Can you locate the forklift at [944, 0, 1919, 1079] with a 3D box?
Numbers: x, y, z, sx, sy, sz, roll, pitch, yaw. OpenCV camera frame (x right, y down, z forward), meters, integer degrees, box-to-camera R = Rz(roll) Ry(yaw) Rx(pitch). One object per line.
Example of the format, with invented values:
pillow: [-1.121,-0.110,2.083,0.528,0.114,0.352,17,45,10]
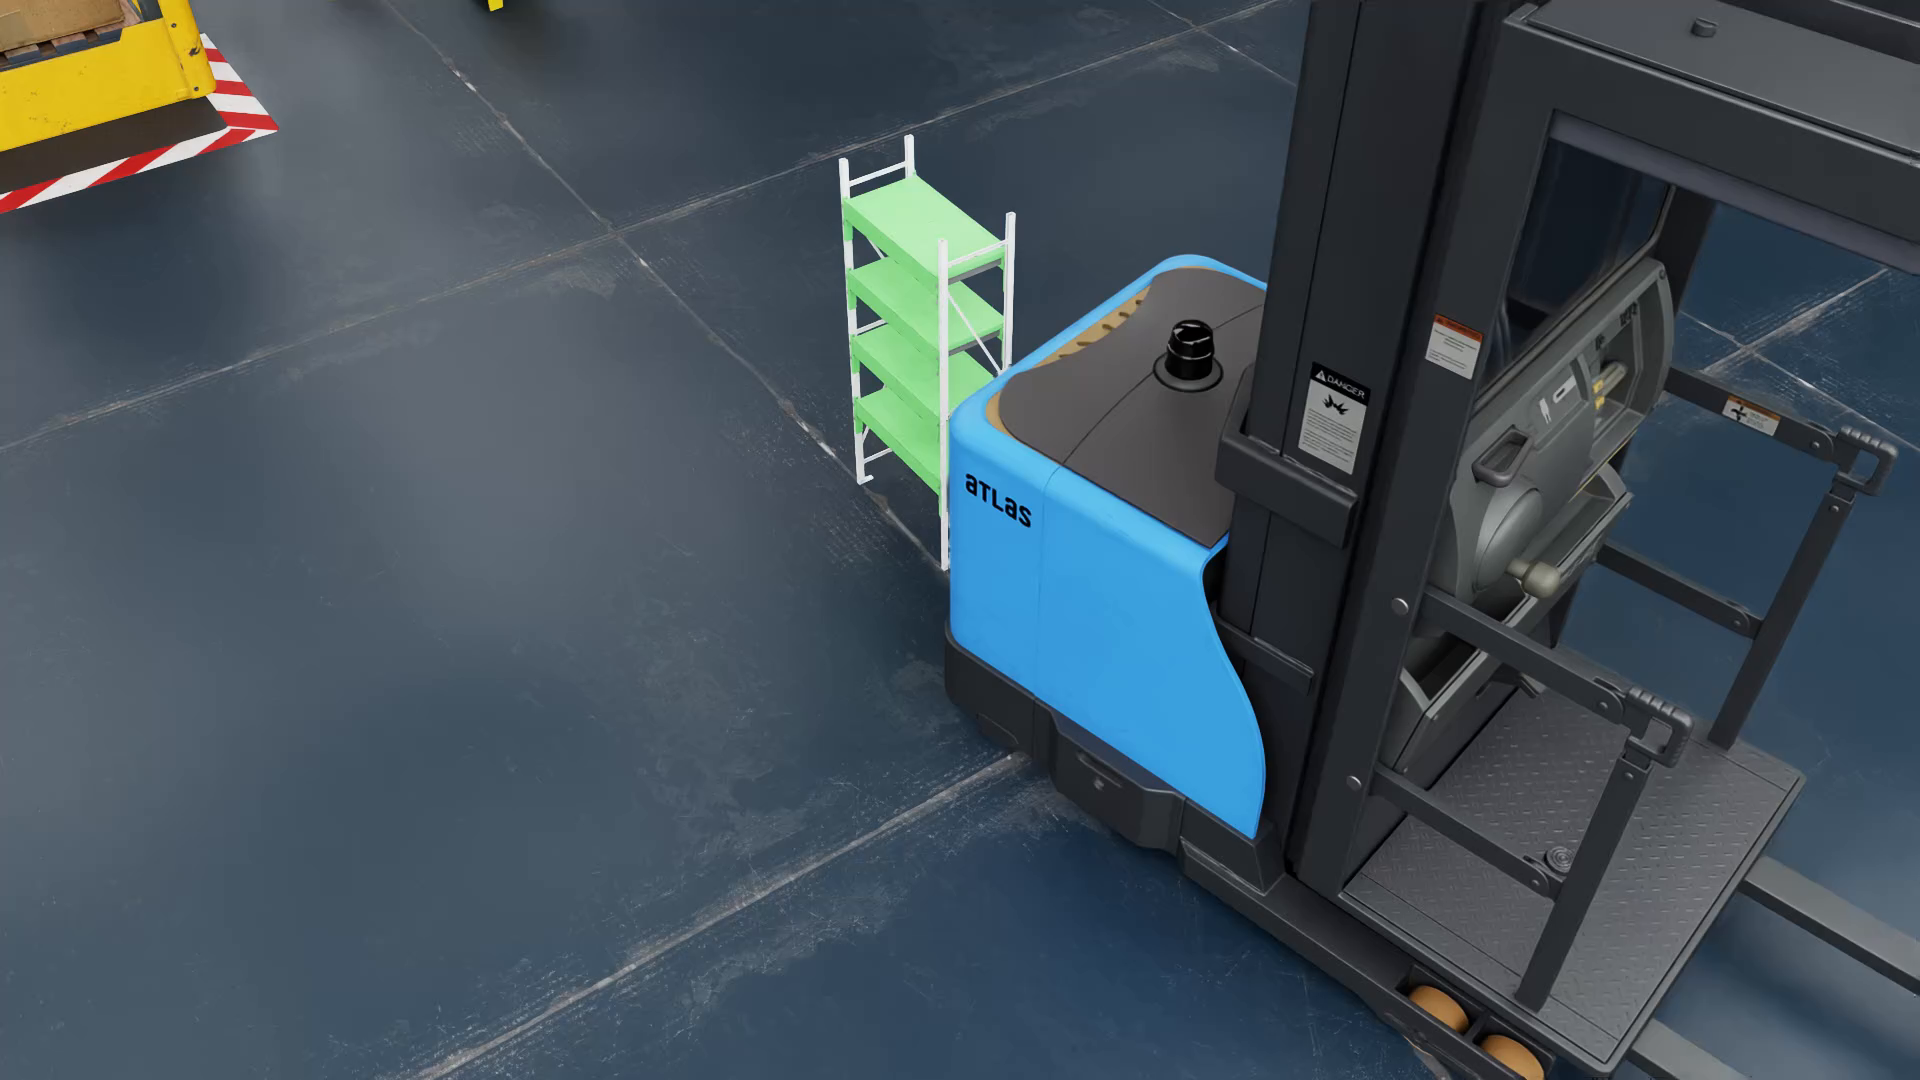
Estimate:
forklift: [1.389,-0.159,3.294,3.031,2.935,1.130,32,52,29]

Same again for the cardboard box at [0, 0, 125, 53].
cardboard box: [-4.287,-2.682,7.122,0.875,0.875,0.875,-25,49,-24]

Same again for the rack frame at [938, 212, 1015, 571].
rack frame: [0.045,-0.390,4.789,0.240,1.200,0.015,-26,49,-24]

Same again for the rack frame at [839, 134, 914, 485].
rack frame: [-0.234,-0.666,5.079,0.240,1.200,0.015,-26,49,-24]

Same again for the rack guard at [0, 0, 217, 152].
rack guard: [-3.831,-2.023,7.007,1.175,0.500,0.348,-26,49,-24]

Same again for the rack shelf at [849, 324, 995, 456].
rack shelf: [-0.095,-0.482,4.978,0.258,0.148,0.480,-26,49,-24]

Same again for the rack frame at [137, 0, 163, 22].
rack frame: [-3.845,-2.941,6.158,1.000,3.000,0.127,-26,49,-24]

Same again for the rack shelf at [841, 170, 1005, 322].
rack shelf: [-0.095,-0.829,4.647,0.258,0.148,0.480,-26,49,-24]

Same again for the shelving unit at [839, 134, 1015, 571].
shelving unit: [-0.095,-0.528,4.934,0.258,1.200,0.503,-26,49,-24]

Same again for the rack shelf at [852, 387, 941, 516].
rack shelf: [-0.095,-0.308,5.144,0.258,0.148,0.480,-26,49,-24]

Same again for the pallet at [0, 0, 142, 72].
pallet: [-4.366,-2.354,7.563,1.003,0.211,1.213,-26,49,-24]

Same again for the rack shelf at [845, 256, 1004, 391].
rack shelf: [-0.095,-0.655,4.812,0.258,0.148,0.480,-26,49,-24]

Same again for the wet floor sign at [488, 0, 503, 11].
wet floor sign: [-2.204,-2.855,7.774,0.267,0.644,0.232,-35,53,-31]
